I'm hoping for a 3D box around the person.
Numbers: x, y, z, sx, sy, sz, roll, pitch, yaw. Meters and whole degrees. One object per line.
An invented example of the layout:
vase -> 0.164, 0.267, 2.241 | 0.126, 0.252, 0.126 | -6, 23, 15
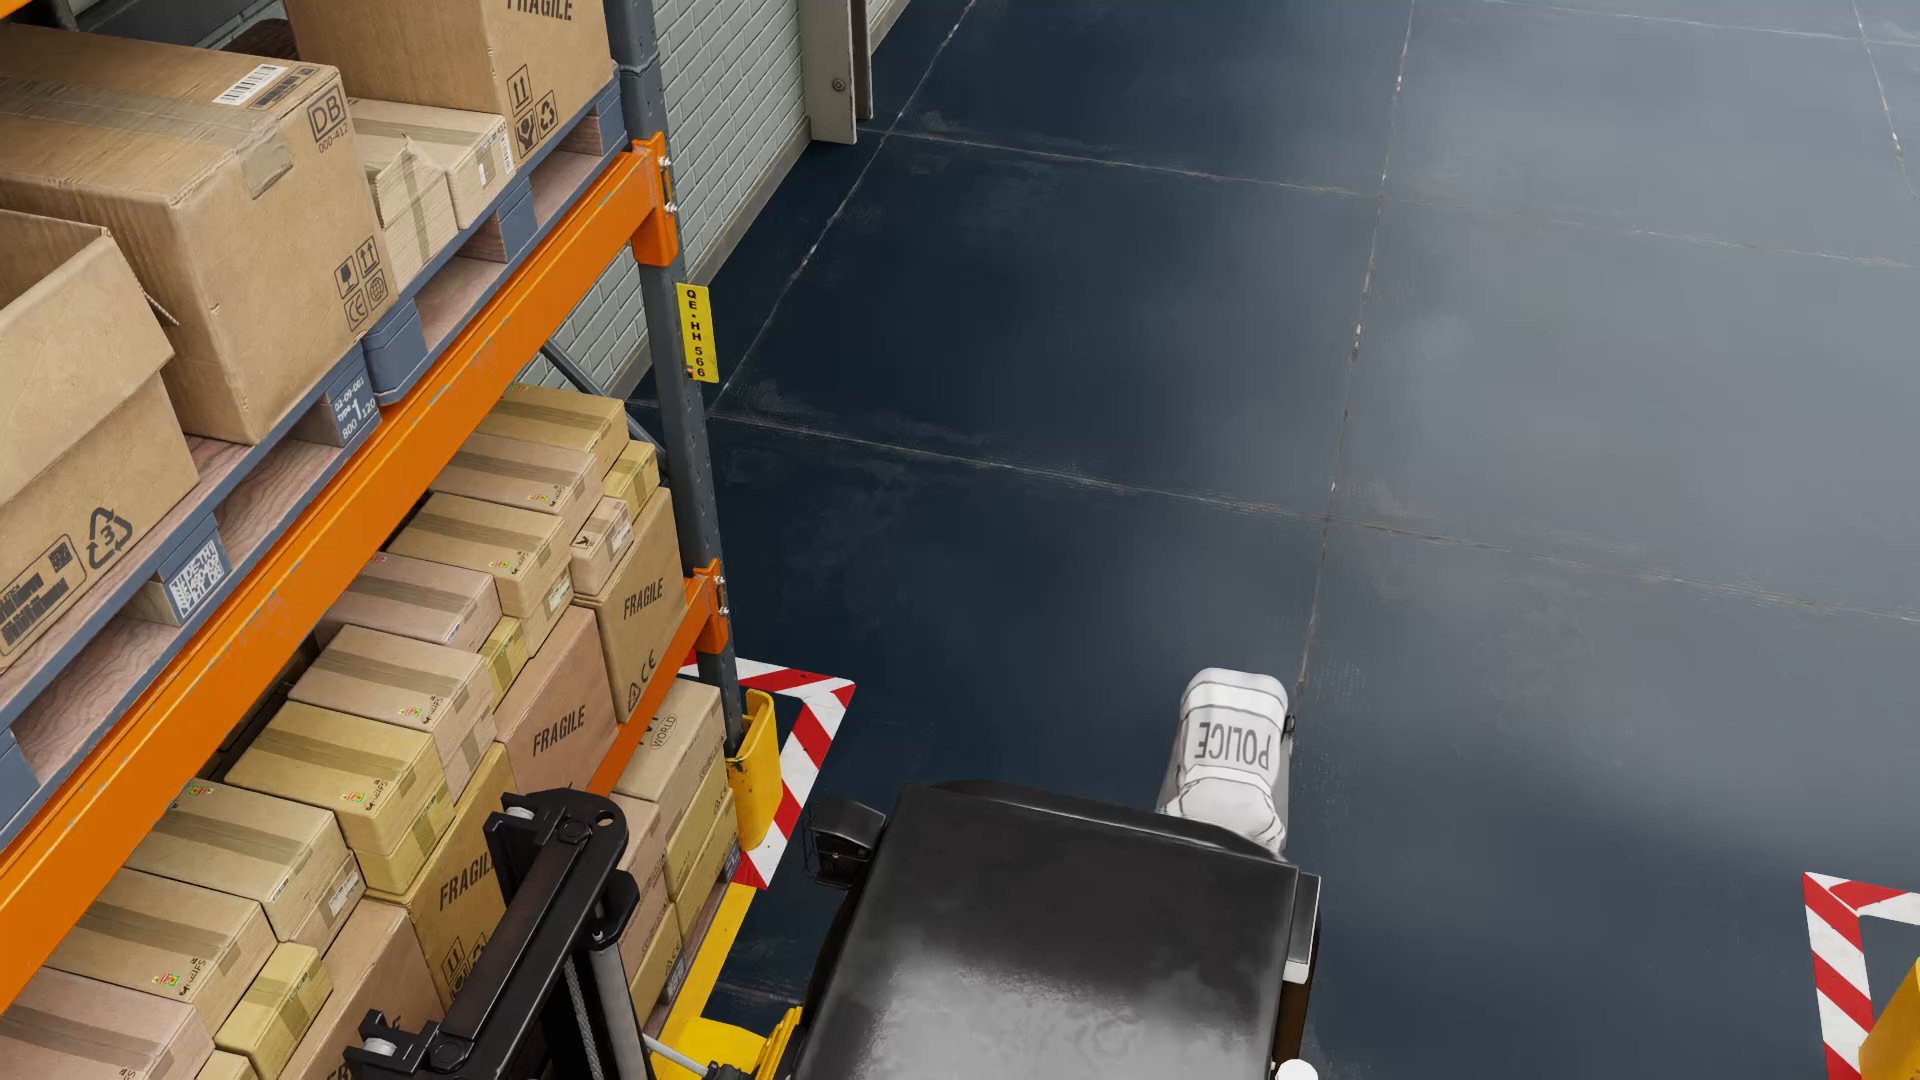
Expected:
person -> 0.933, 0.602, 5.471 | 0.536, 1.661, 0.373 | 8, 42, 9
